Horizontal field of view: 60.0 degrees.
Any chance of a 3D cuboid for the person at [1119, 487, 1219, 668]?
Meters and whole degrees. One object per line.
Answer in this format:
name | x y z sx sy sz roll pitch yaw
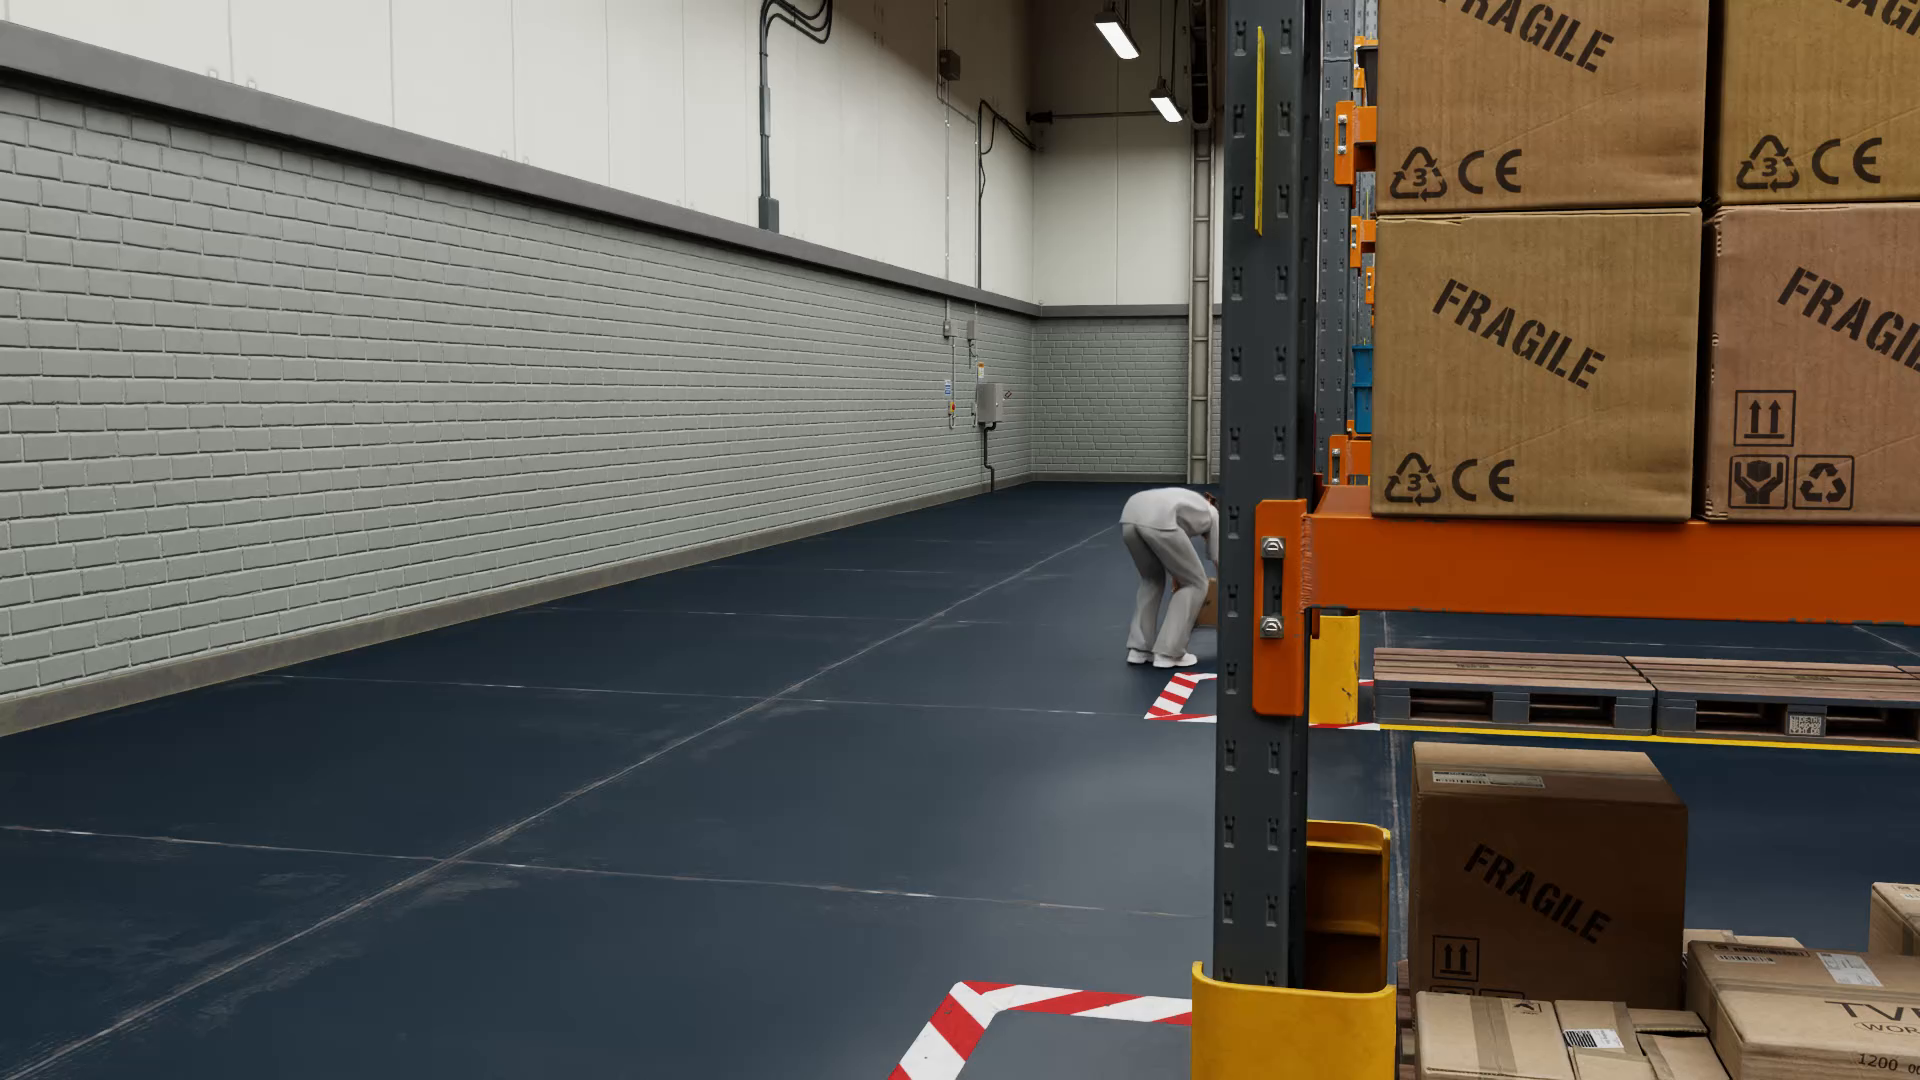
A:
person | 1.274 0.192 9.445 0.867 1.002 0.446 -4 7 -41
